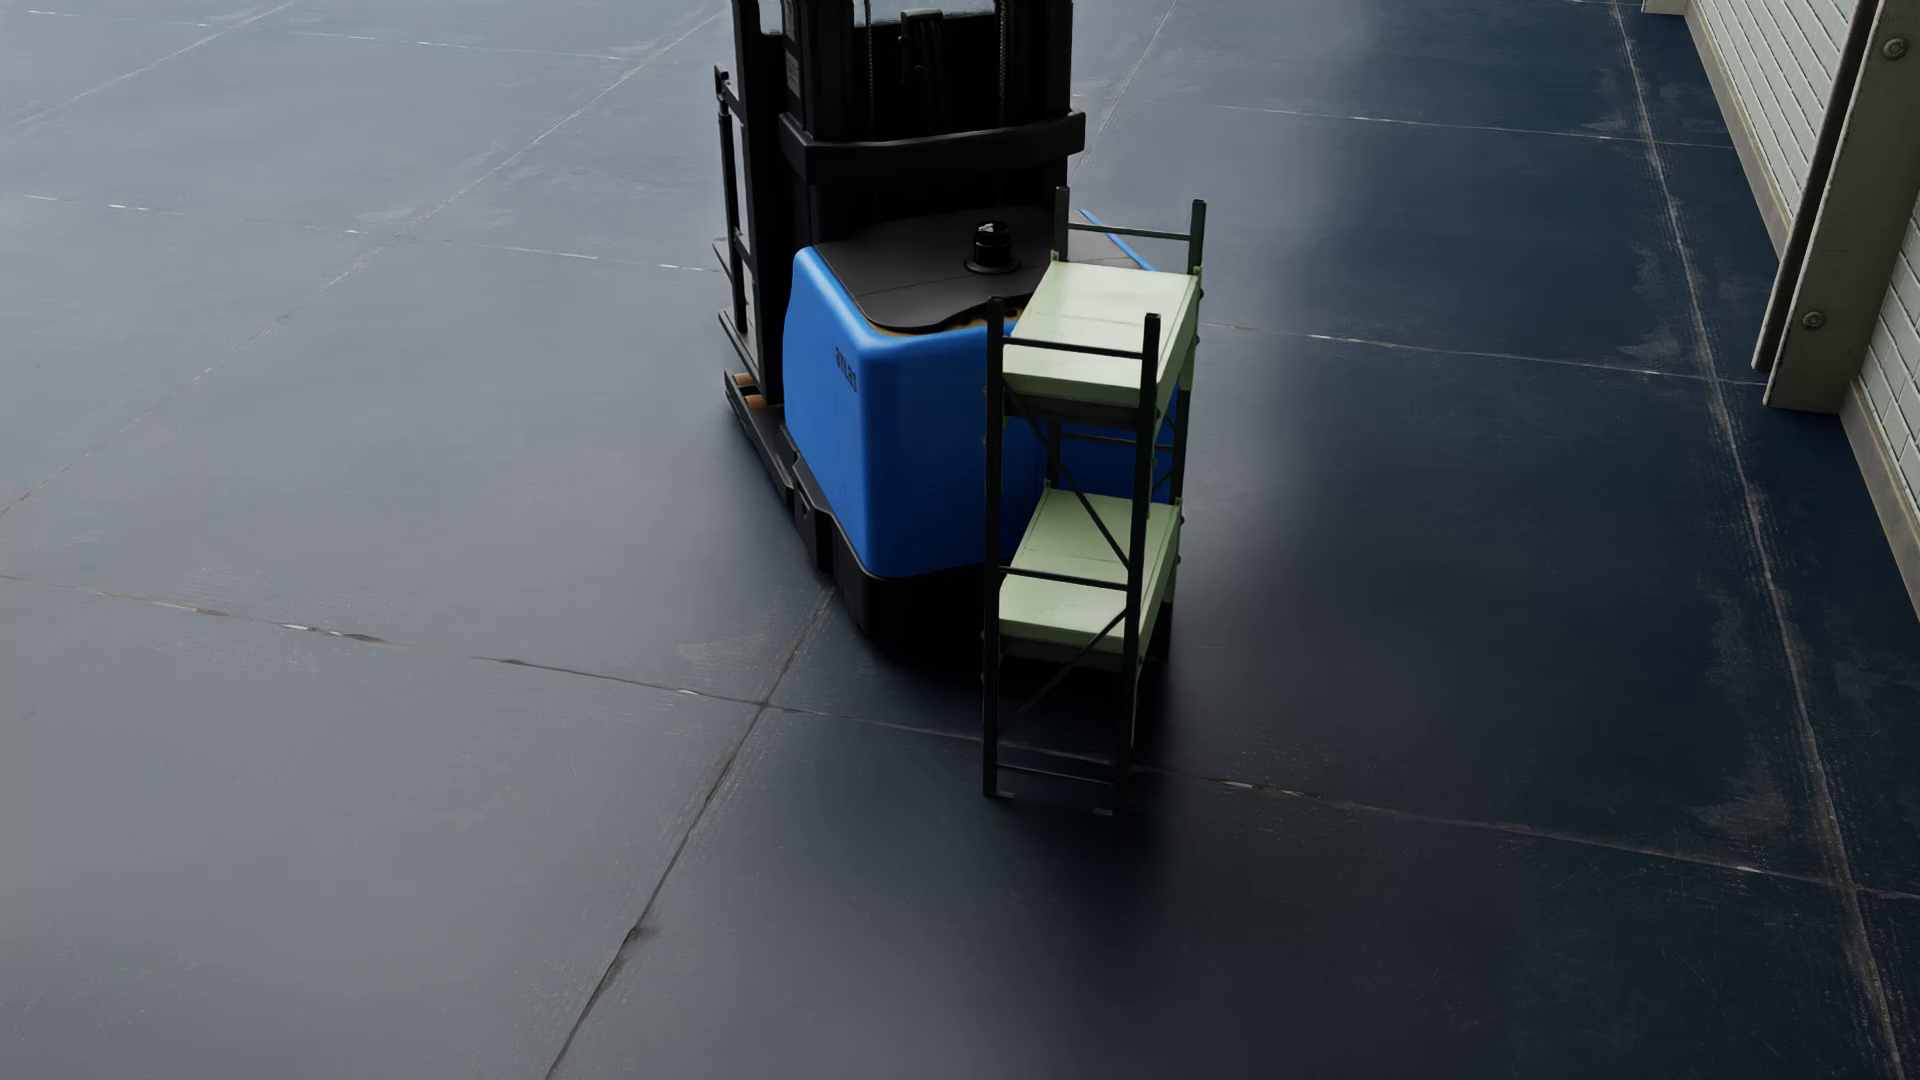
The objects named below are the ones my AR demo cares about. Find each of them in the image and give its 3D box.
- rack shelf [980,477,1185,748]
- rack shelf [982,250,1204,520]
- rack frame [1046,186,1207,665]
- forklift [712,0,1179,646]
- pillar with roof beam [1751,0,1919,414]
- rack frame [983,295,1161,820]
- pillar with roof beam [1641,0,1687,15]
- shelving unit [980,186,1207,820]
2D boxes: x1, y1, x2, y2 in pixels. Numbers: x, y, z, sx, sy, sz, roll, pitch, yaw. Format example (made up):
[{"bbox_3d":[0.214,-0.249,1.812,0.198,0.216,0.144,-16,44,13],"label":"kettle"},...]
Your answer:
[{"bbox_3d":[0.355,0.185,4.668,0.431,0.370,0.720,8,33,13],"label":"rack shelf"},{"bbox_3d":[0.355,-0.419,4.284,0.431,0.370,0.720,8,33,13],"label":"rack shelf"},{"bbox_3d":[0.450,-0.279,4.791,0.400,1.500,0.023,8,33,13],"label":"rack frame"},{"bbox_3d":[-0.279,-1.695,5.684,1.130,2.935,3.031,-11,34,-16],"label":"forklift"},{"bbox_3d":[-0.778,-4.996,5.221,9.100,9.000,0.400,8,33,12],"label":"pillar with roof beam"},{"bbox_3d":[0.259,0.100,4.195,0.400,1.500,0.023,8,33,13],"label":"rack frame"},{"bbox_3d":[0.745,-8.110,10.119,9.100,9.000,0.400,8,33,12],"label":"pillar with roof beam"},{"bbox_3d":[0.355,-0.090,4.493,0.431,1.500,0.755,8,33,13],"label":"shelving unit"}]
